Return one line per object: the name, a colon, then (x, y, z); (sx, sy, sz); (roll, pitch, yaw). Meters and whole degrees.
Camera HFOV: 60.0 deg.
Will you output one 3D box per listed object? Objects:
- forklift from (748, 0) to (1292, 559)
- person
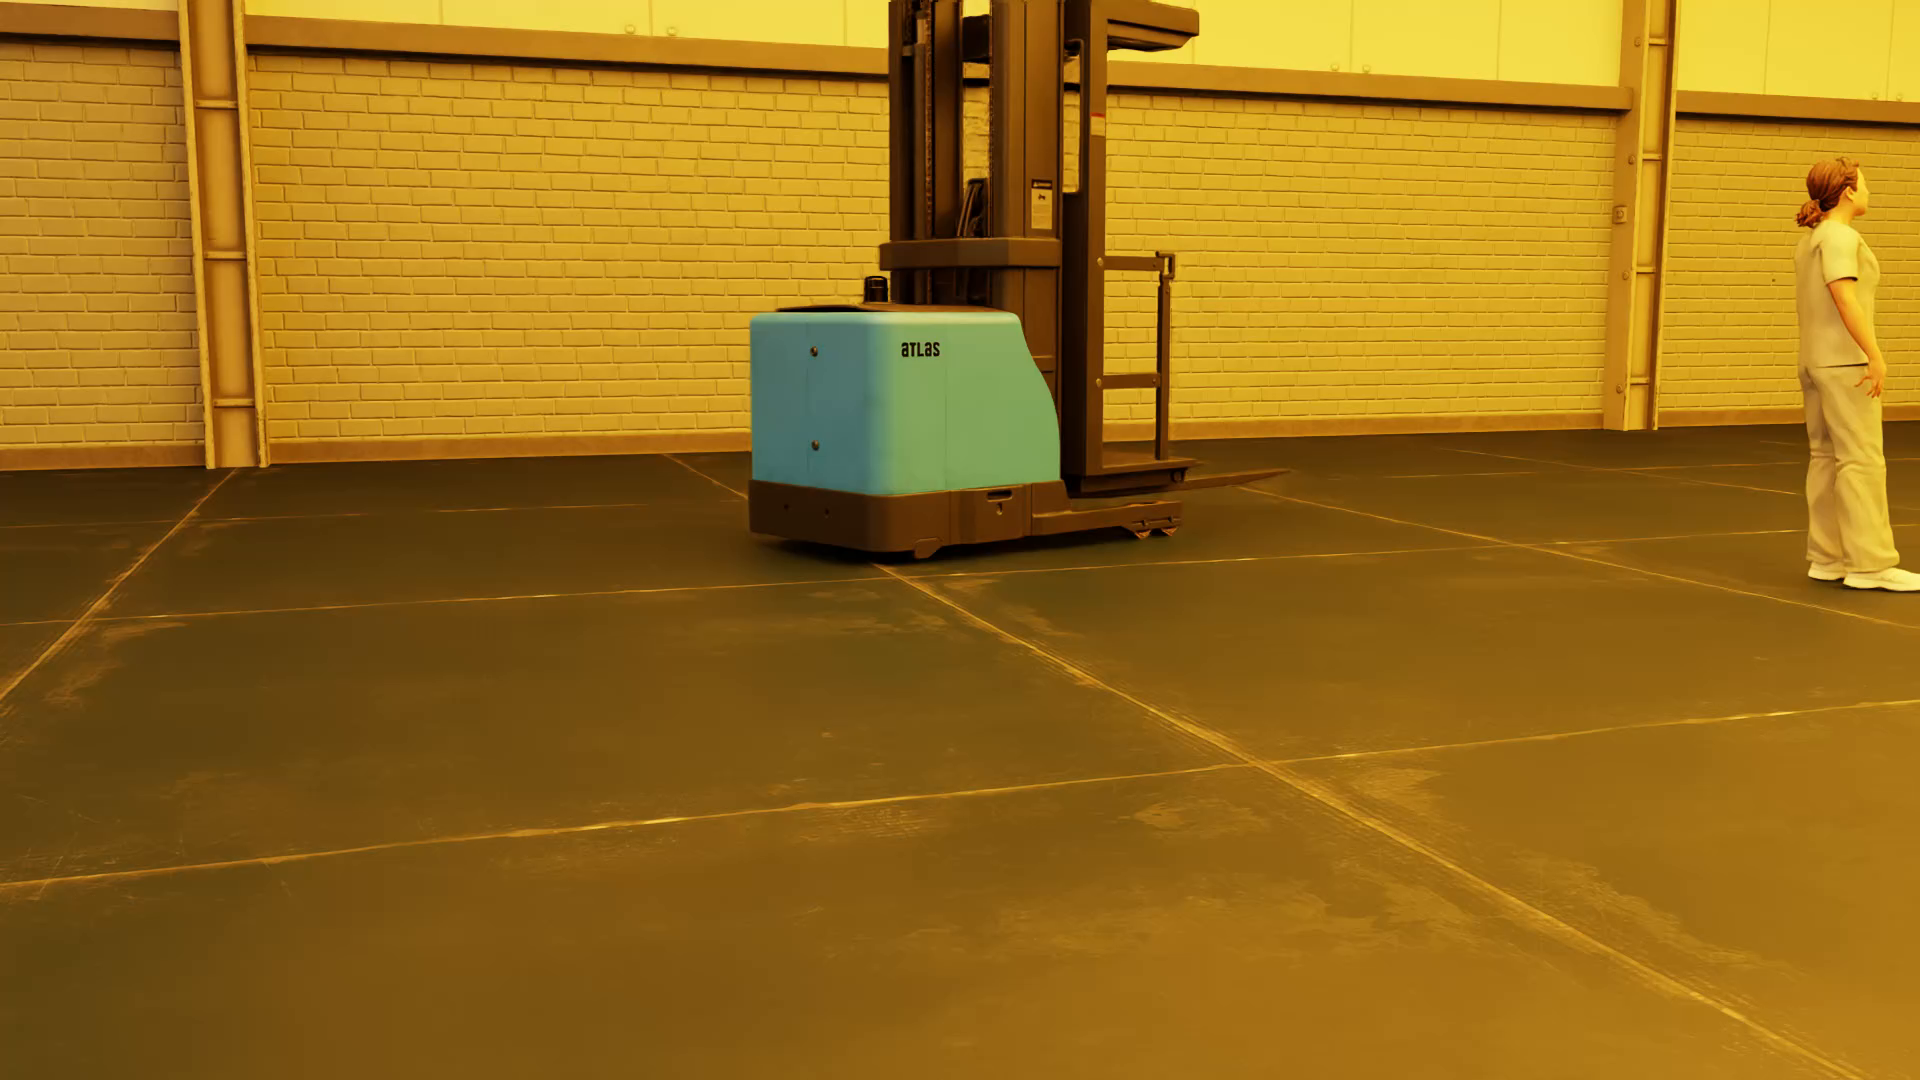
forklift: (0.458, -1.510, 8.154); (3.031, 2.935, 1.130); (-7, 10, -41)
person: (3.542, -0.660, 6.583); (0.524, 1.672, 0.527); (1, 8, 10)
